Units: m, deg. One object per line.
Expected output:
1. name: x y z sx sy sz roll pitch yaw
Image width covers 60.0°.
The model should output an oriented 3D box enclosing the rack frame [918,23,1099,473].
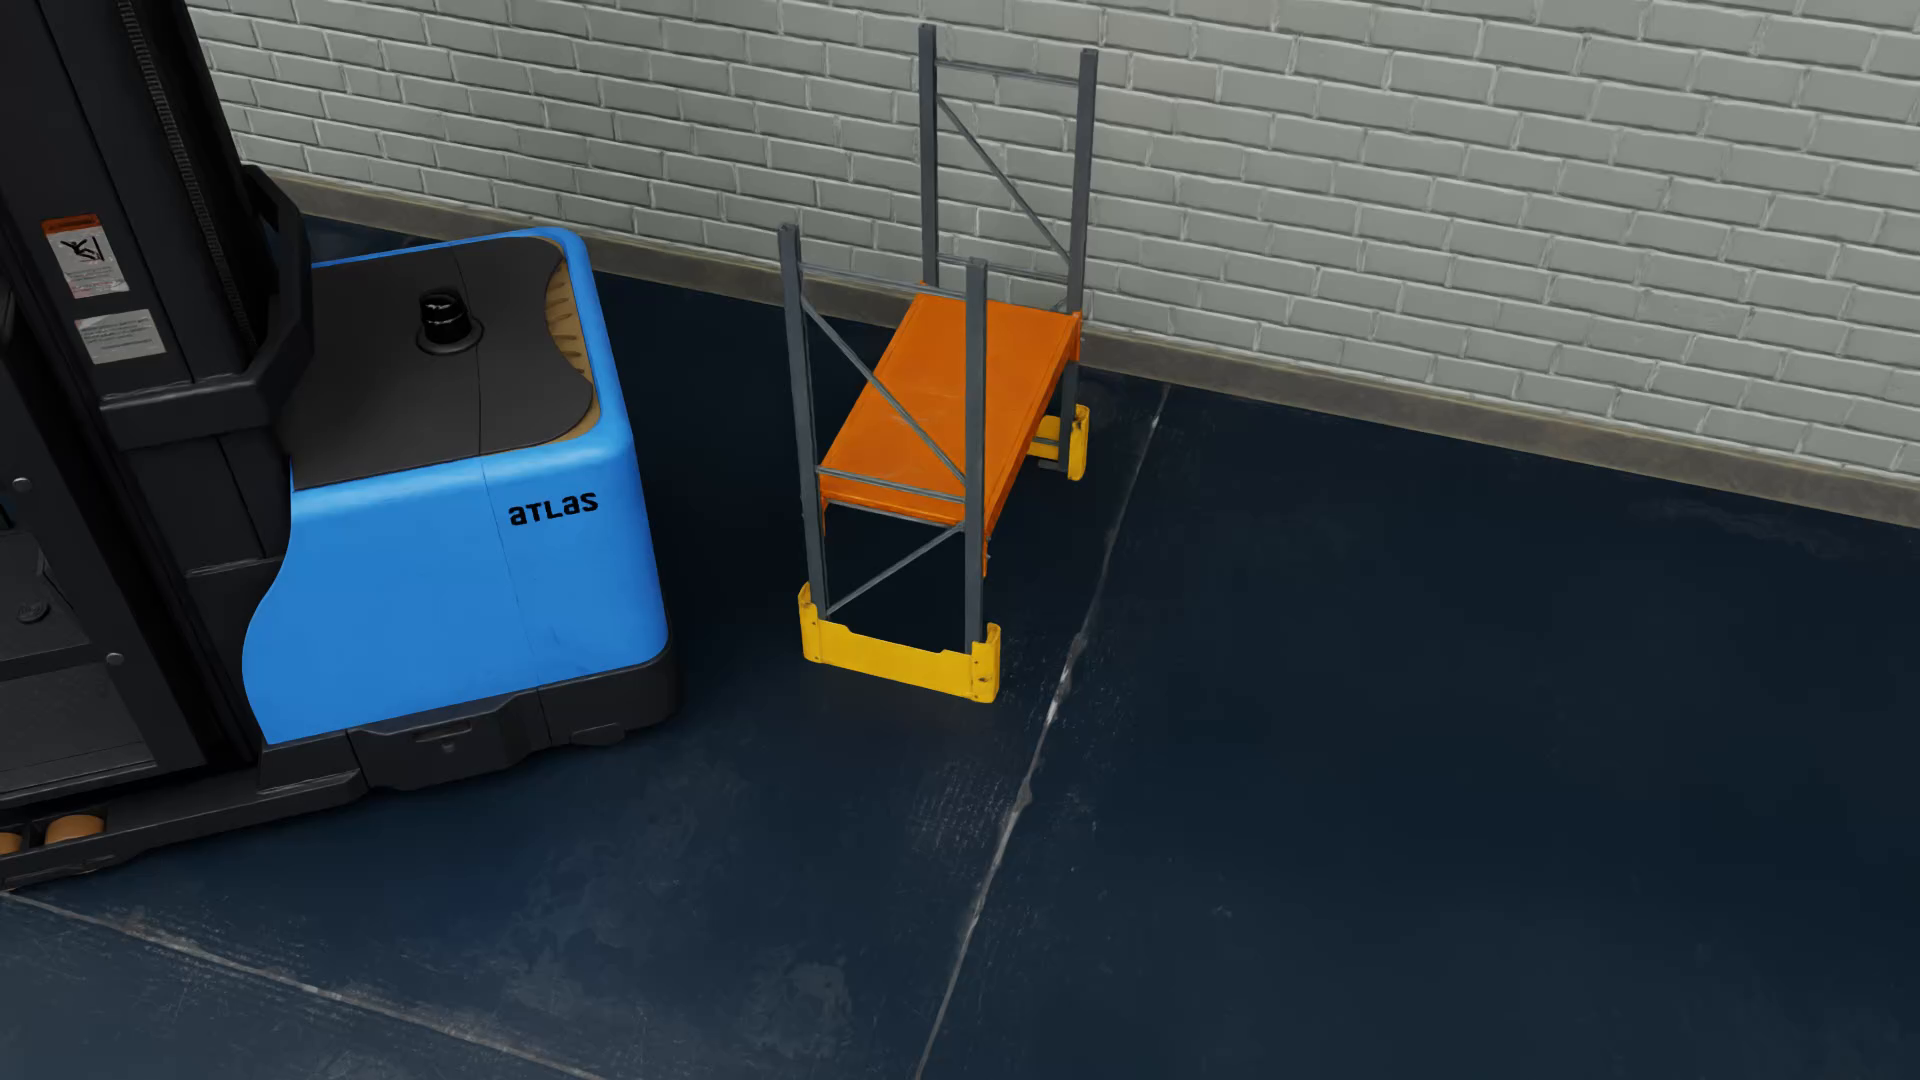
1. rack frame: 0.128 -0.818 5.014 0.500 1.500 0.032 13 46 13

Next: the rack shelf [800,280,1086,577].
1. rack shelf: -0.026 -0.351 4.793 0.538 0.185 1.000 13 46 13

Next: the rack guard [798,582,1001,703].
1. rack guard: -0.174 0.293 4.771 0.587 0.250 0.087 13 46 13

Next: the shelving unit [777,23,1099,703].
1. shelving unit: -0.023 -0.485 4.674 0.587 1.500 1.083 13 46 13

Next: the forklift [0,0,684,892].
1. forklift: -2.356 -0.548 3.715 3.031 2.935 1.130 -12 46 -12

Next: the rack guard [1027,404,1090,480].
1. rack guard: 0.128 -0.370 5.450 0.587 0.250 0.087 13 46 13

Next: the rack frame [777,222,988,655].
1. rack frame: -0.180 -0.140 4.321 0.500 1.500 0.032 13 46 13
